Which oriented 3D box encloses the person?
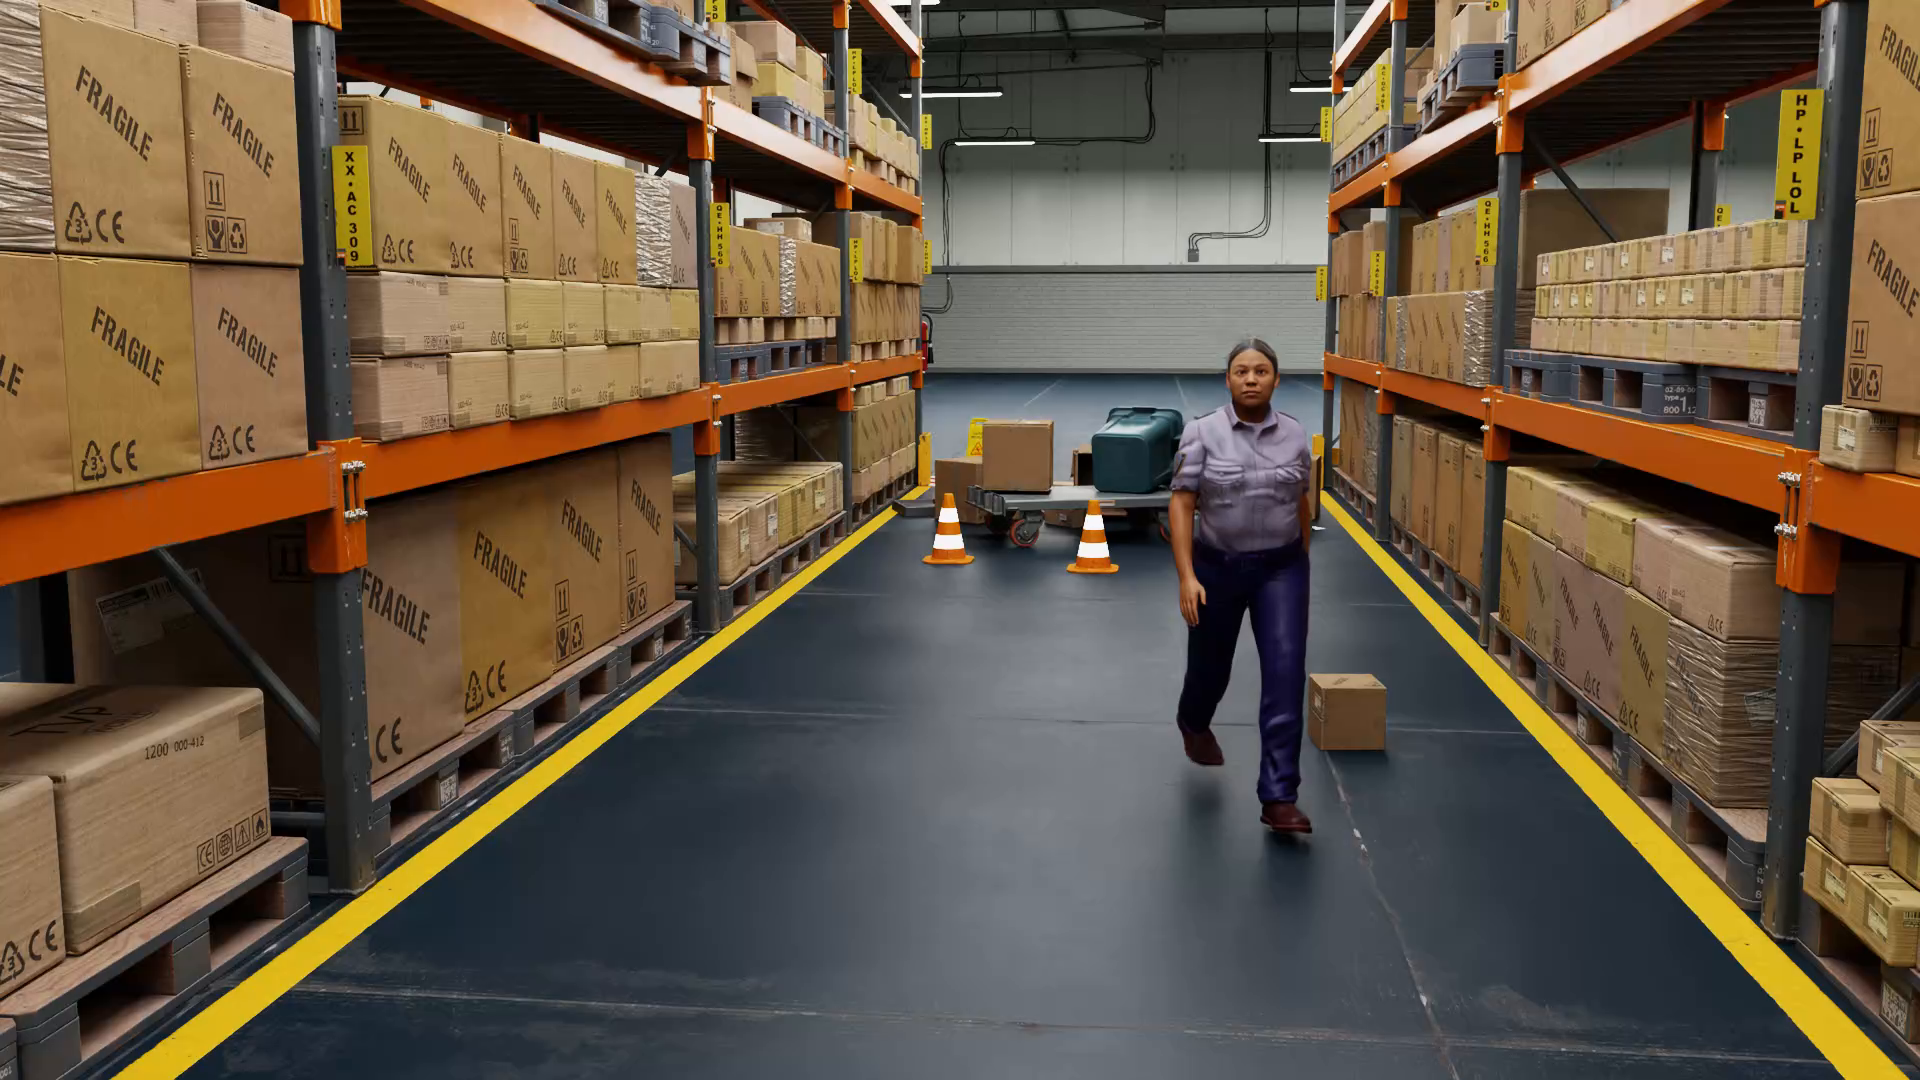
[{"bbox_3d":[0.950,0.113,5.630,0.517,1.585,1.048,0,8,1],"label":"person"}]
